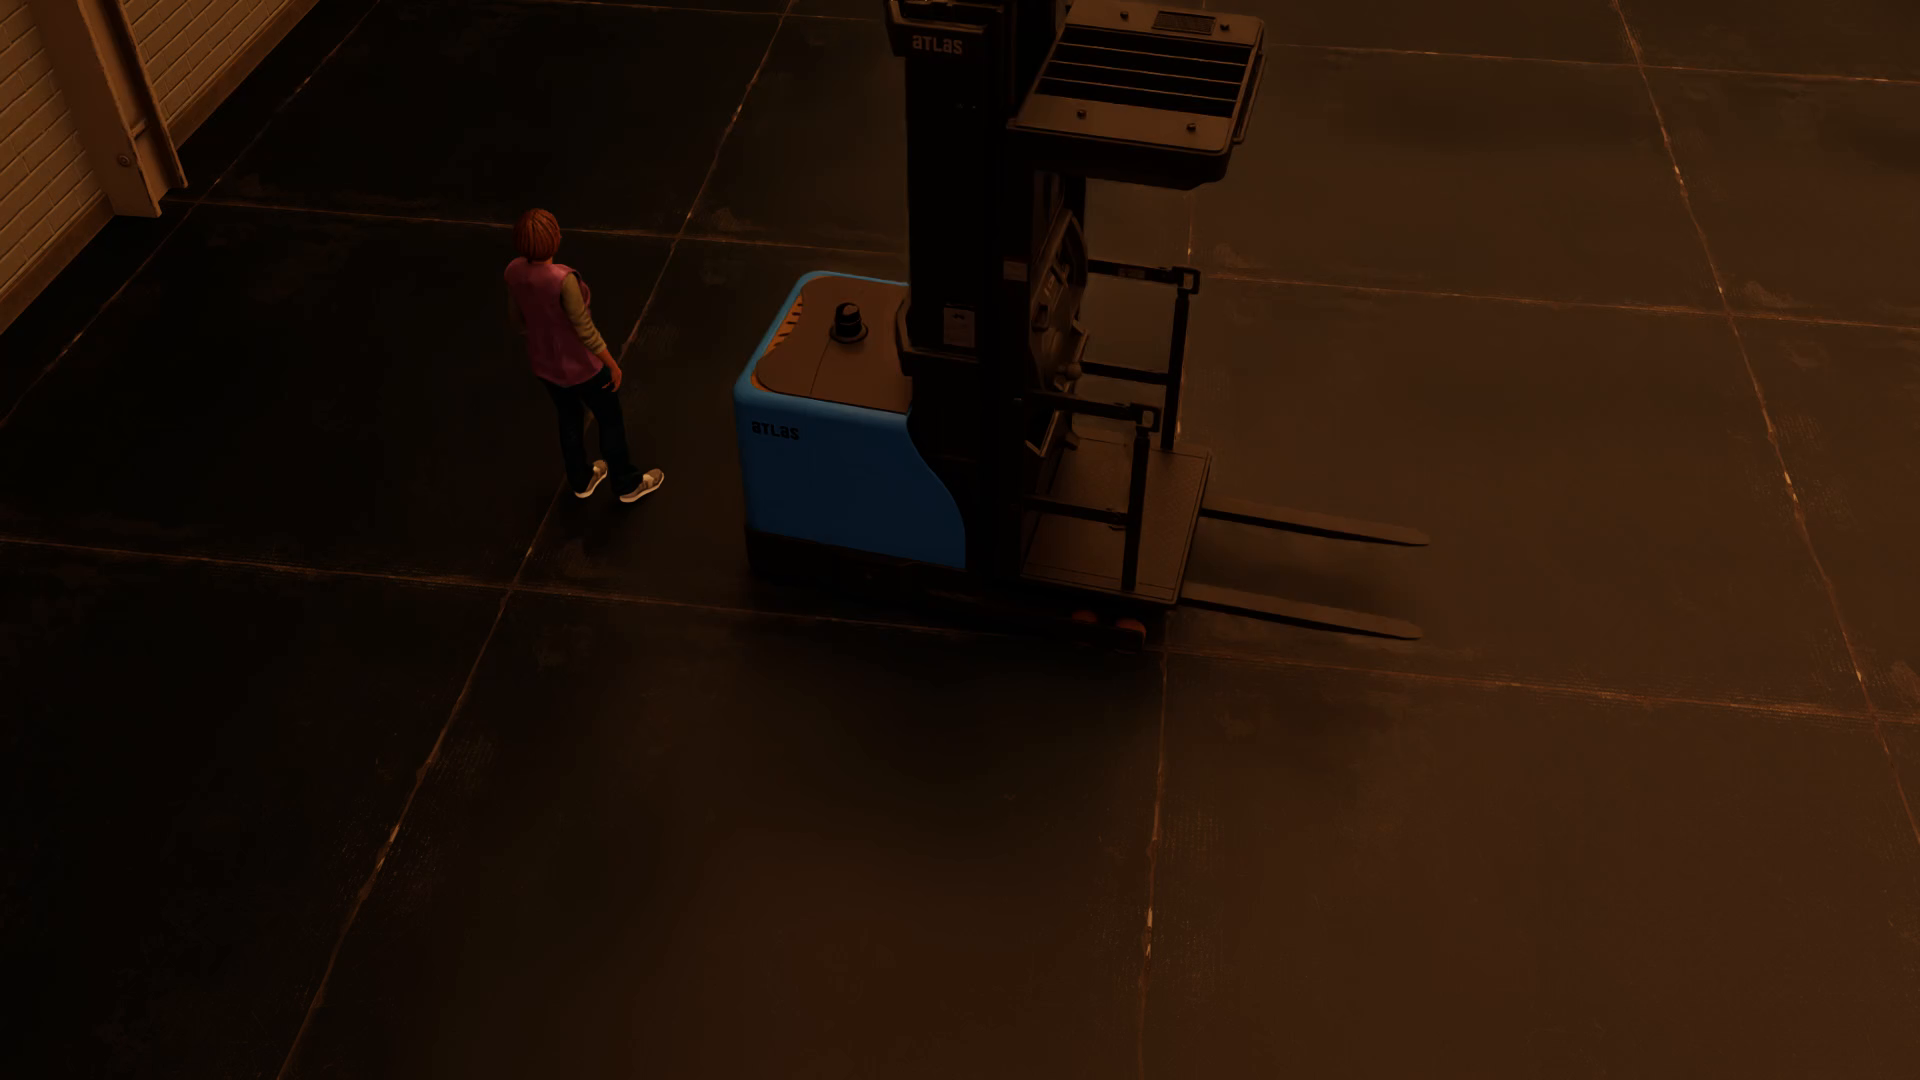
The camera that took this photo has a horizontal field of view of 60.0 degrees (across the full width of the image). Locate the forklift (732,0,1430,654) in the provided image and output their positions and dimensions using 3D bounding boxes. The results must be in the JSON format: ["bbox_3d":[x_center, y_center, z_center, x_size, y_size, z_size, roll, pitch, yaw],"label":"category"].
[{"bbox_3d":[0.592,-0.977,6.787,3.031,2.935,1.130,10,44,11],"label":"forklift"}]

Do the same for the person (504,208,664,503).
[{"bbox_3d":[-1.756,-0.839,7.622,0.517,1.602,0.420,18,46,19],"label":"person"}]
